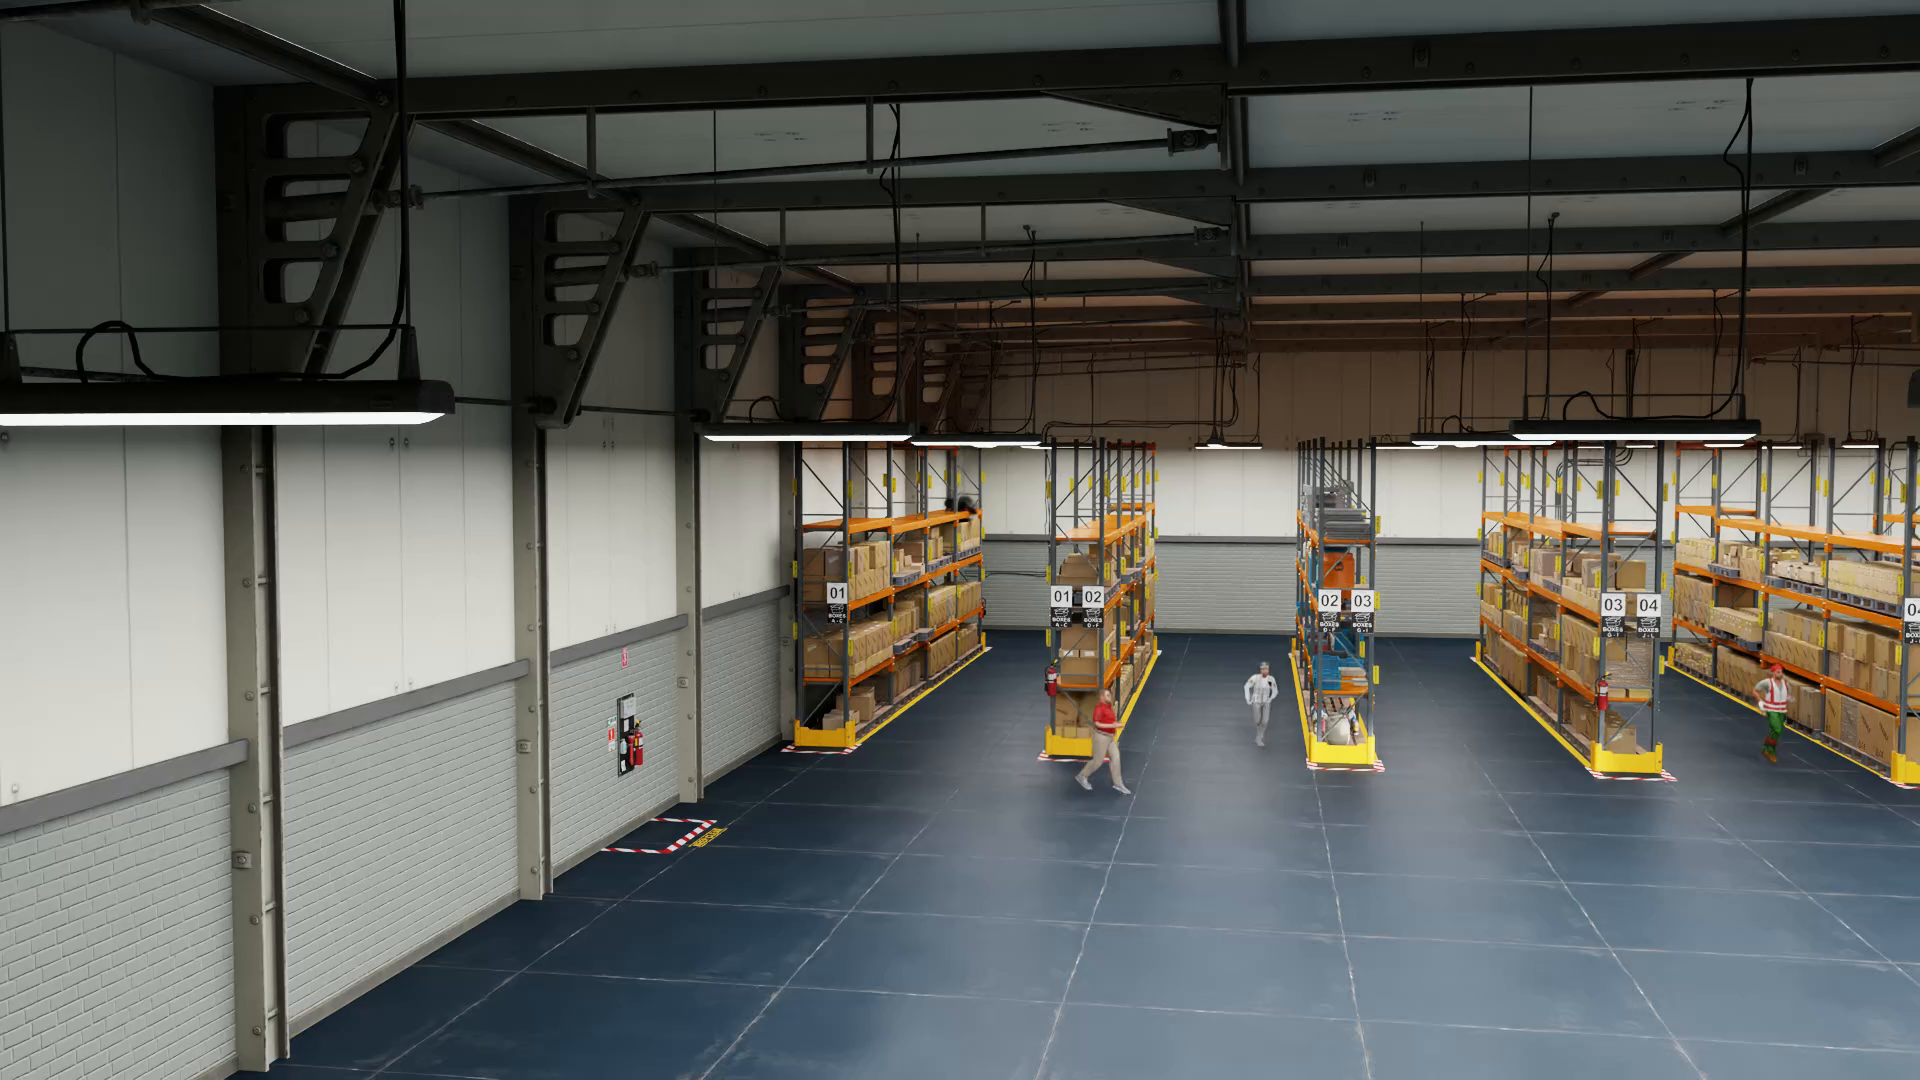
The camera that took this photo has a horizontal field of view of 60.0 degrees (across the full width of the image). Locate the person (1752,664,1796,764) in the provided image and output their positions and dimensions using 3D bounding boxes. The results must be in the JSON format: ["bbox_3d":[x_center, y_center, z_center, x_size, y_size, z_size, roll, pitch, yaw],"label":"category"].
[{"bbox_3d":[15.075,3.210,30.731,0.631,1.830,0.754,-1,3,-11],"label":"person"}]

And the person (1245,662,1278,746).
[{"bbox_3d":[5.910,3.196,32.626,0.649,1.654,0.661,0,3,3],"label":"person"}]

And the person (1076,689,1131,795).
[{"bbox_3d":[2.394,3.371,27.861,0.944,1.755,0.658,2,3,29],"label":"person"}]
